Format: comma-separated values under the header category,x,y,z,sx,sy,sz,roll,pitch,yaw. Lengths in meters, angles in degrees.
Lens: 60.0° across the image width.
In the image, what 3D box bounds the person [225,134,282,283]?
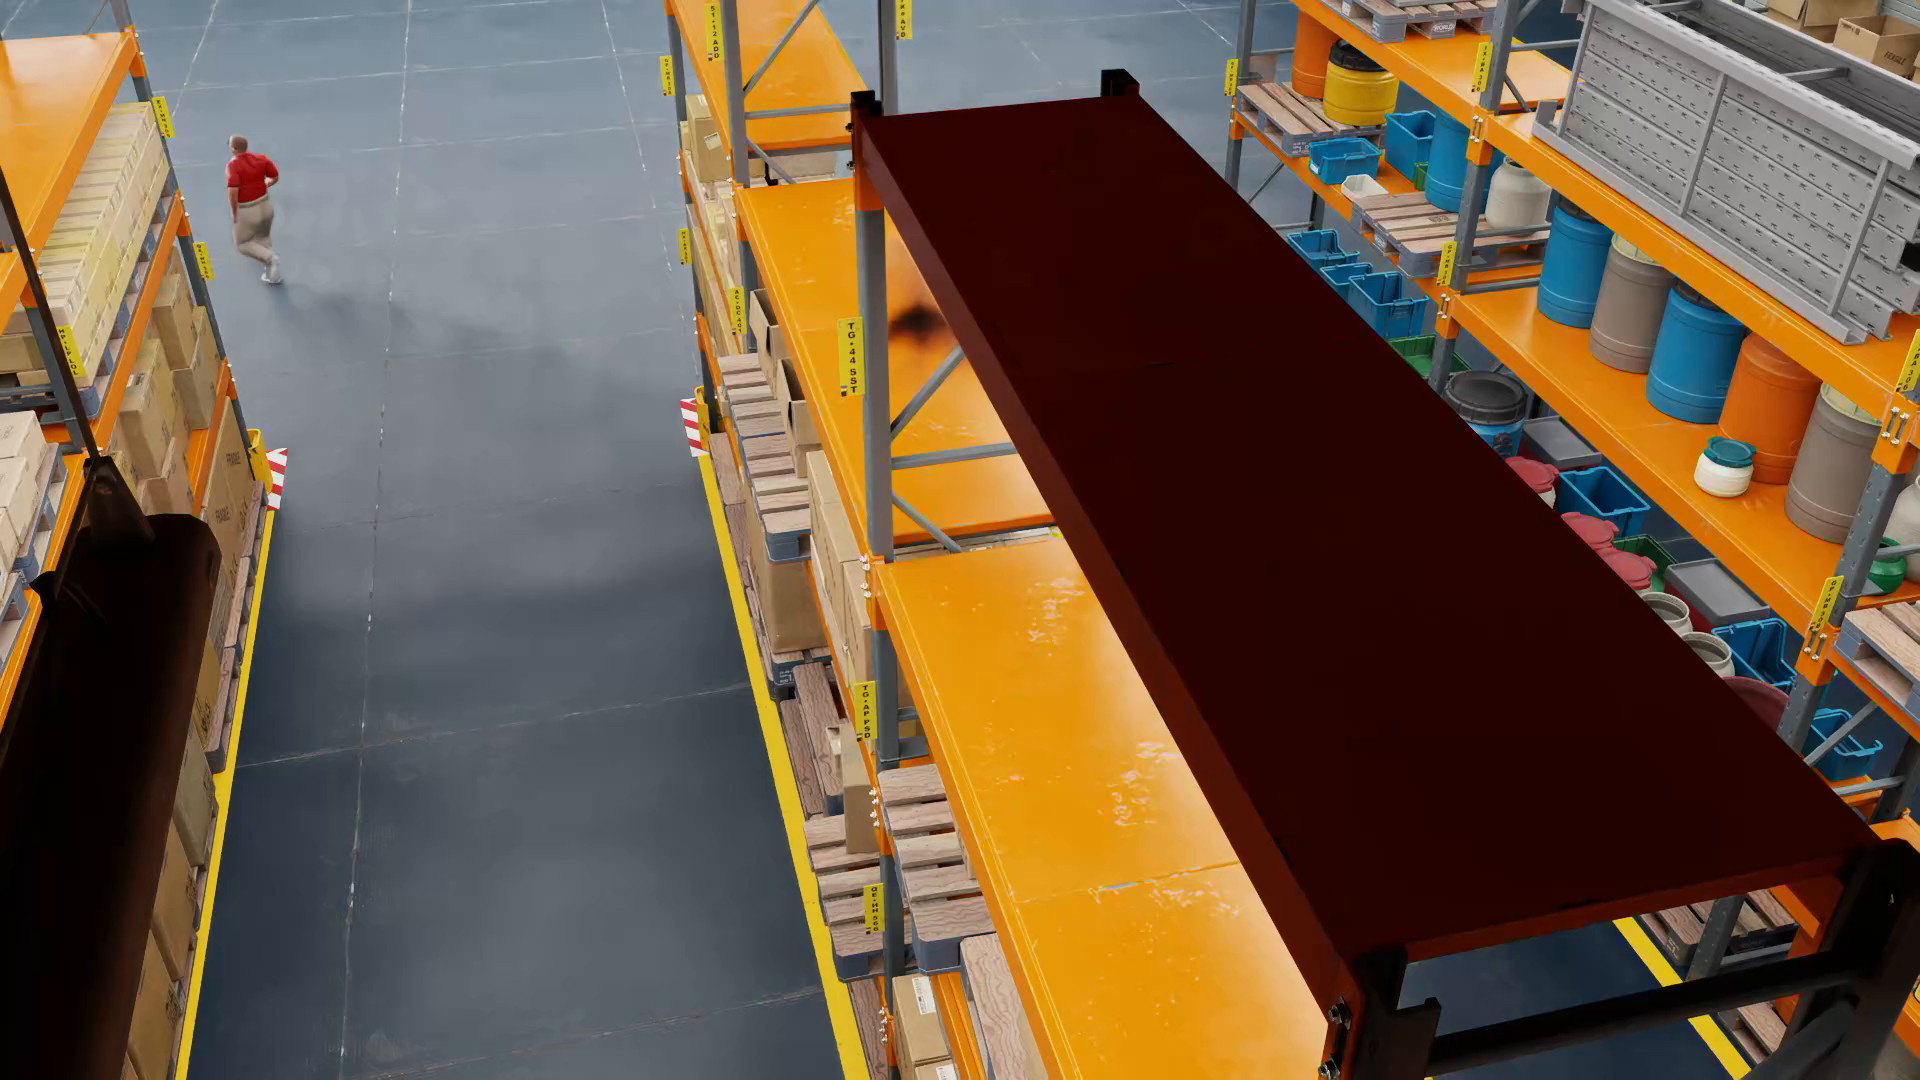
category,x,y,z,sx,sy,sz,roll,pitch,yaw
person,-7.522,-3.507,17.745,0.620,1.693,0.697,18,38,24

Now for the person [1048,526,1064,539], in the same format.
category,x,y,z,sx,sy,sz,roll,pitch,yaw
person,0.620,-0.036,12.608,0.690,1.720,0.588,-13,37,-19
